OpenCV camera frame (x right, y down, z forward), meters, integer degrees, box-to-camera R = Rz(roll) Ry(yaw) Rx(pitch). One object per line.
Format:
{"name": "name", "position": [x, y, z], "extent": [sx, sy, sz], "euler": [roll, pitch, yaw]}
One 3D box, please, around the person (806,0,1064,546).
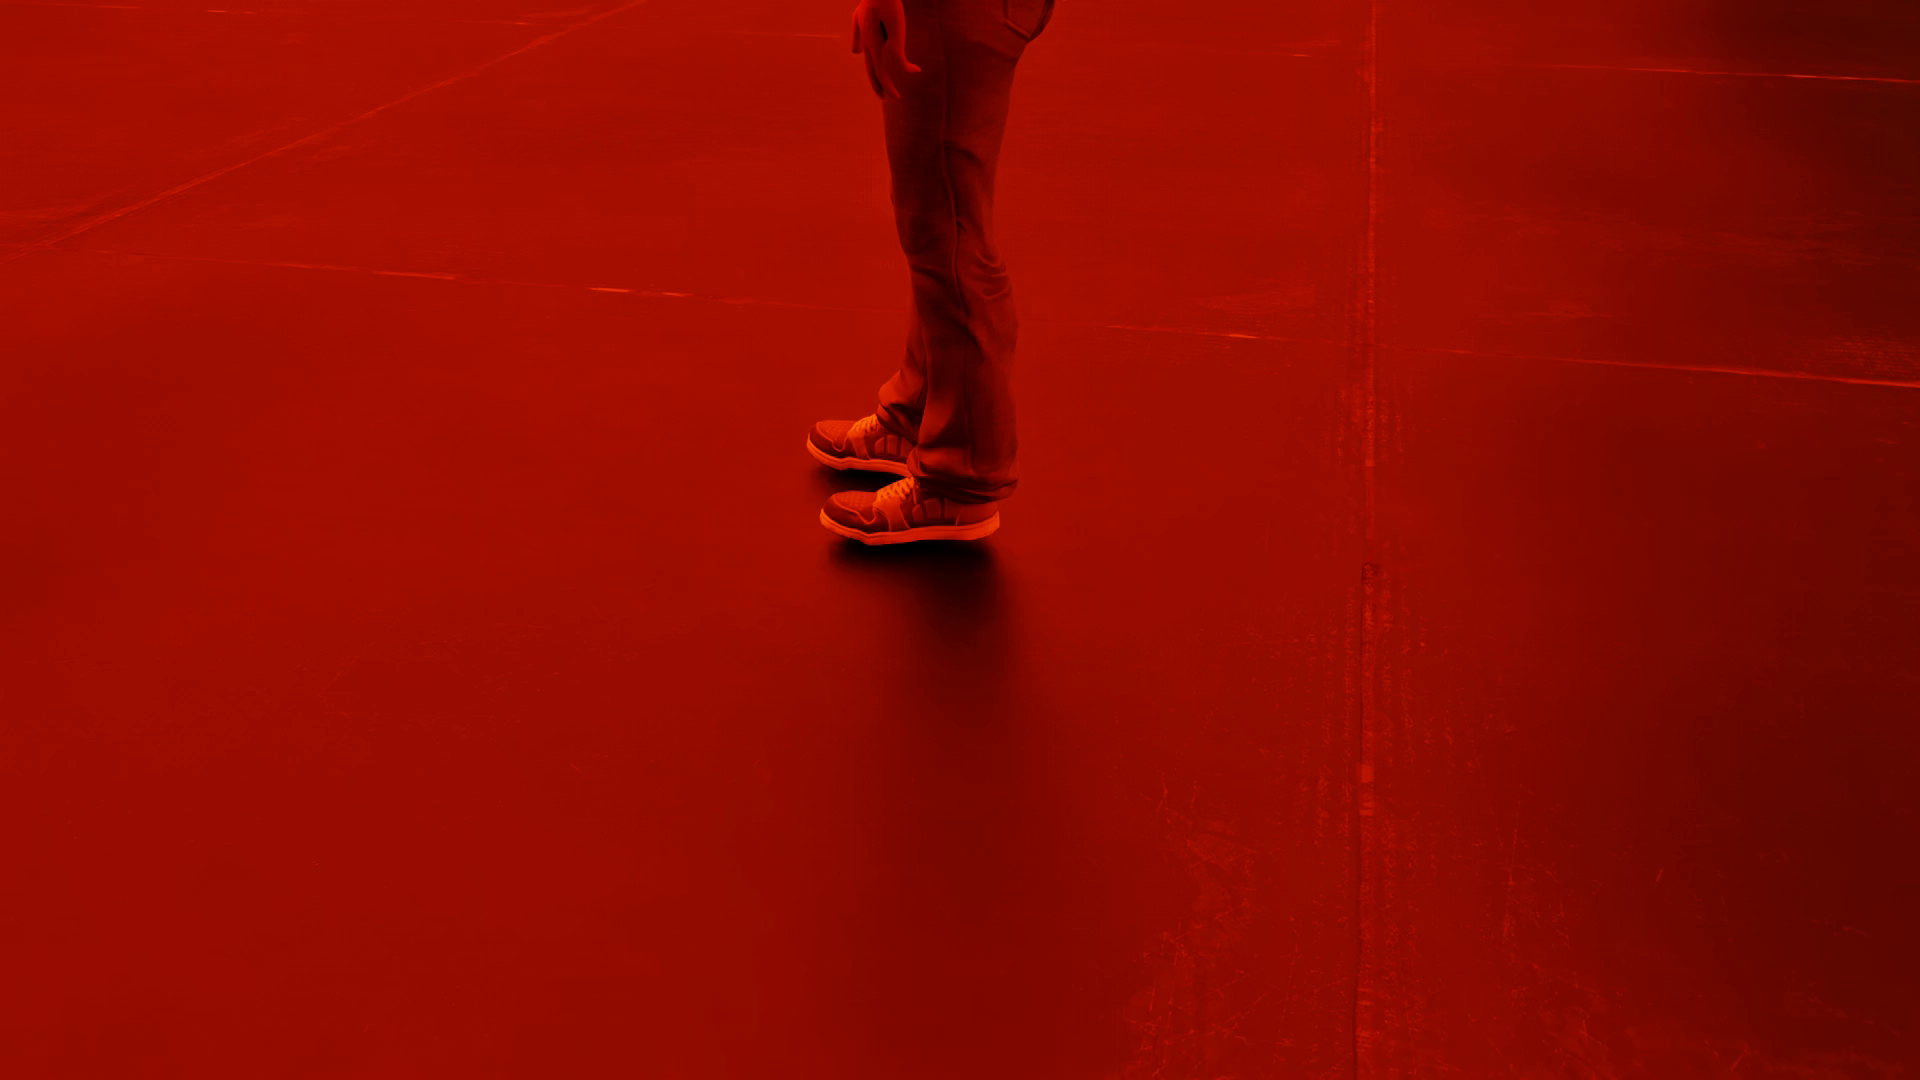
{"name": "person", "position": [-0.070, -0.734, 2.164], "extent": [0.473, 1.599, 0.520], "euler": [6, 27, 11]}
